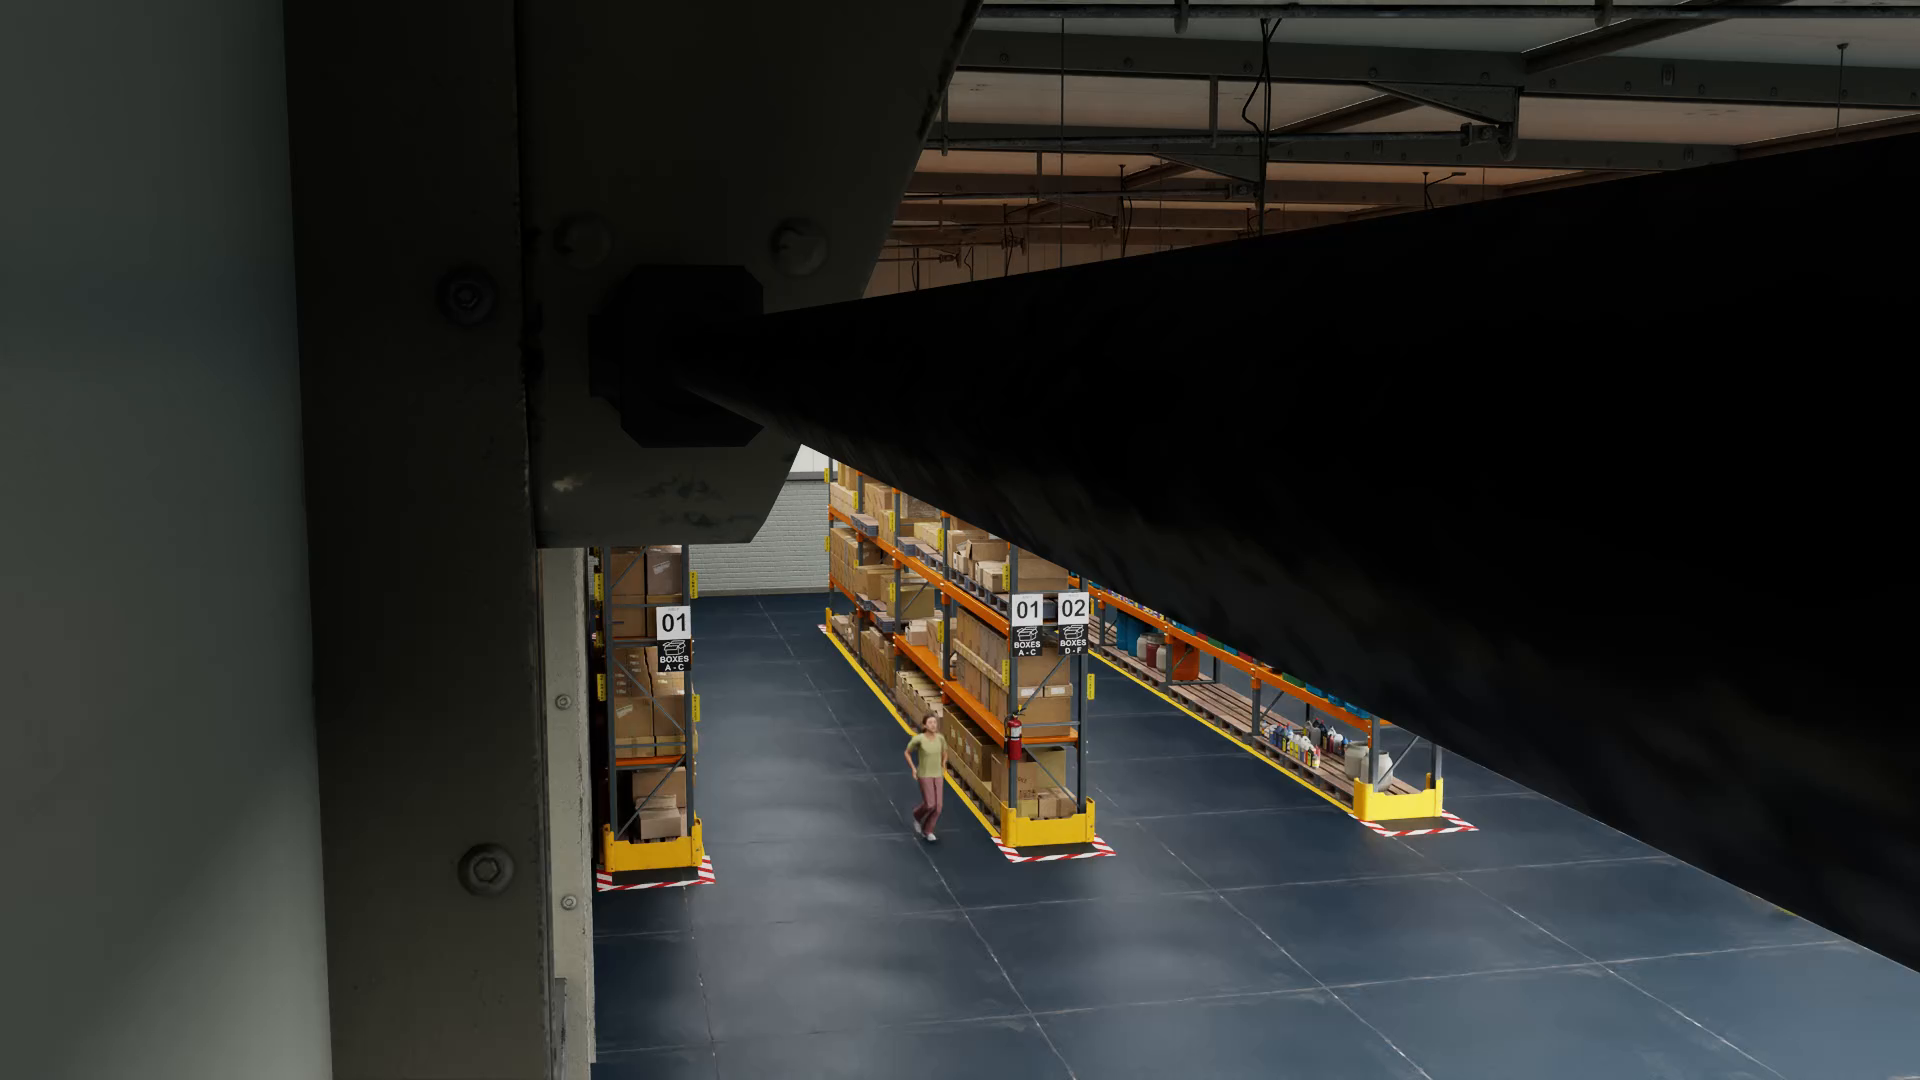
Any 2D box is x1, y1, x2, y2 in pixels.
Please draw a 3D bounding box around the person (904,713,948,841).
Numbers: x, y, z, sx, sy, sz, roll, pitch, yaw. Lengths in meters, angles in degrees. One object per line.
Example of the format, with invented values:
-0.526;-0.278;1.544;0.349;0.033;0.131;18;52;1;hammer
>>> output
-0.372;3.018;21.156;0.558;1.619;0.520;-3;7;-25;person
